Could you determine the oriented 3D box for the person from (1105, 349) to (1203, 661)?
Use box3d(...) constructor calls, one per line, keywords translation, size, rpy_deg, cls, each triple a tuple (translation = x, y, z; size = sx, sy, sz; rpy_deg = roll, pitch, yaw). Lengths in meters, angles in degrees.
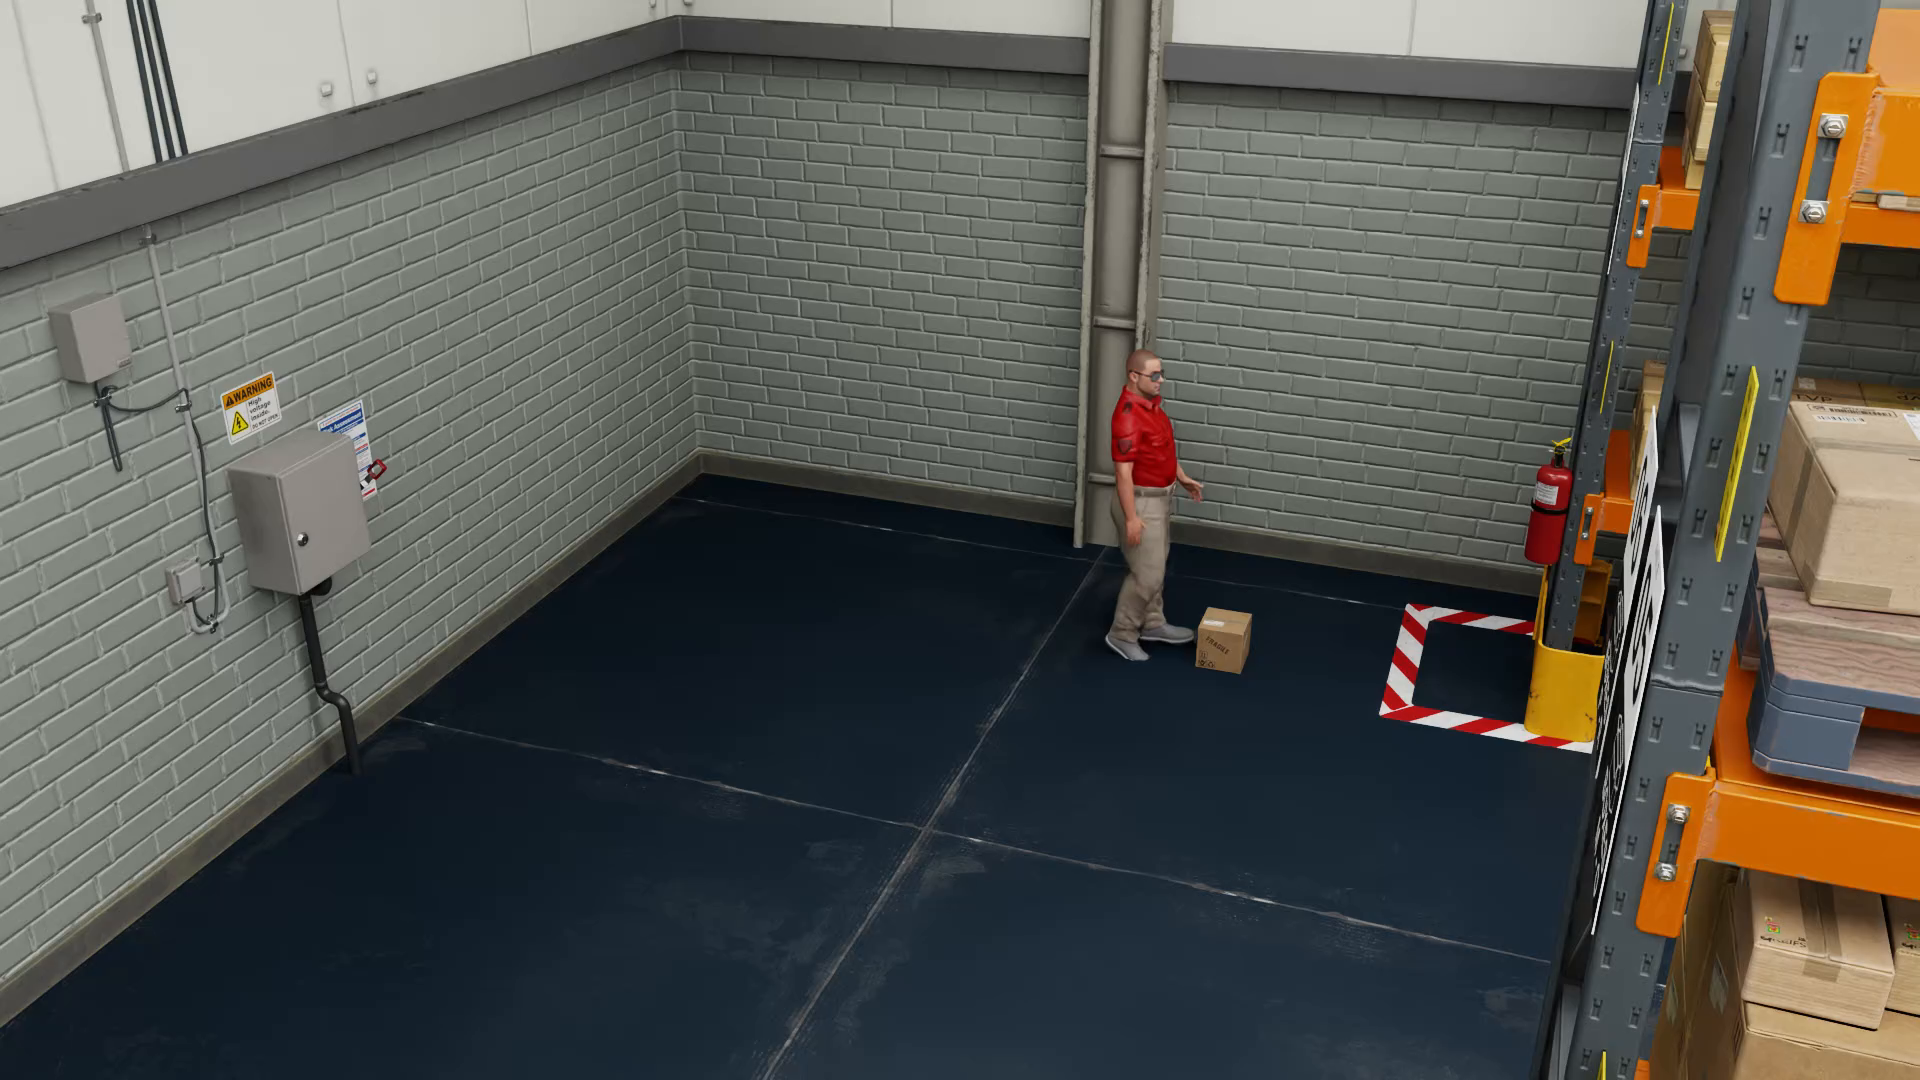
box3d(translation=(1.066, -0.156, 9.031), size=(0.488, 1.812, 0.610), rpy_deg=(6, 26, 13), cls="person")
